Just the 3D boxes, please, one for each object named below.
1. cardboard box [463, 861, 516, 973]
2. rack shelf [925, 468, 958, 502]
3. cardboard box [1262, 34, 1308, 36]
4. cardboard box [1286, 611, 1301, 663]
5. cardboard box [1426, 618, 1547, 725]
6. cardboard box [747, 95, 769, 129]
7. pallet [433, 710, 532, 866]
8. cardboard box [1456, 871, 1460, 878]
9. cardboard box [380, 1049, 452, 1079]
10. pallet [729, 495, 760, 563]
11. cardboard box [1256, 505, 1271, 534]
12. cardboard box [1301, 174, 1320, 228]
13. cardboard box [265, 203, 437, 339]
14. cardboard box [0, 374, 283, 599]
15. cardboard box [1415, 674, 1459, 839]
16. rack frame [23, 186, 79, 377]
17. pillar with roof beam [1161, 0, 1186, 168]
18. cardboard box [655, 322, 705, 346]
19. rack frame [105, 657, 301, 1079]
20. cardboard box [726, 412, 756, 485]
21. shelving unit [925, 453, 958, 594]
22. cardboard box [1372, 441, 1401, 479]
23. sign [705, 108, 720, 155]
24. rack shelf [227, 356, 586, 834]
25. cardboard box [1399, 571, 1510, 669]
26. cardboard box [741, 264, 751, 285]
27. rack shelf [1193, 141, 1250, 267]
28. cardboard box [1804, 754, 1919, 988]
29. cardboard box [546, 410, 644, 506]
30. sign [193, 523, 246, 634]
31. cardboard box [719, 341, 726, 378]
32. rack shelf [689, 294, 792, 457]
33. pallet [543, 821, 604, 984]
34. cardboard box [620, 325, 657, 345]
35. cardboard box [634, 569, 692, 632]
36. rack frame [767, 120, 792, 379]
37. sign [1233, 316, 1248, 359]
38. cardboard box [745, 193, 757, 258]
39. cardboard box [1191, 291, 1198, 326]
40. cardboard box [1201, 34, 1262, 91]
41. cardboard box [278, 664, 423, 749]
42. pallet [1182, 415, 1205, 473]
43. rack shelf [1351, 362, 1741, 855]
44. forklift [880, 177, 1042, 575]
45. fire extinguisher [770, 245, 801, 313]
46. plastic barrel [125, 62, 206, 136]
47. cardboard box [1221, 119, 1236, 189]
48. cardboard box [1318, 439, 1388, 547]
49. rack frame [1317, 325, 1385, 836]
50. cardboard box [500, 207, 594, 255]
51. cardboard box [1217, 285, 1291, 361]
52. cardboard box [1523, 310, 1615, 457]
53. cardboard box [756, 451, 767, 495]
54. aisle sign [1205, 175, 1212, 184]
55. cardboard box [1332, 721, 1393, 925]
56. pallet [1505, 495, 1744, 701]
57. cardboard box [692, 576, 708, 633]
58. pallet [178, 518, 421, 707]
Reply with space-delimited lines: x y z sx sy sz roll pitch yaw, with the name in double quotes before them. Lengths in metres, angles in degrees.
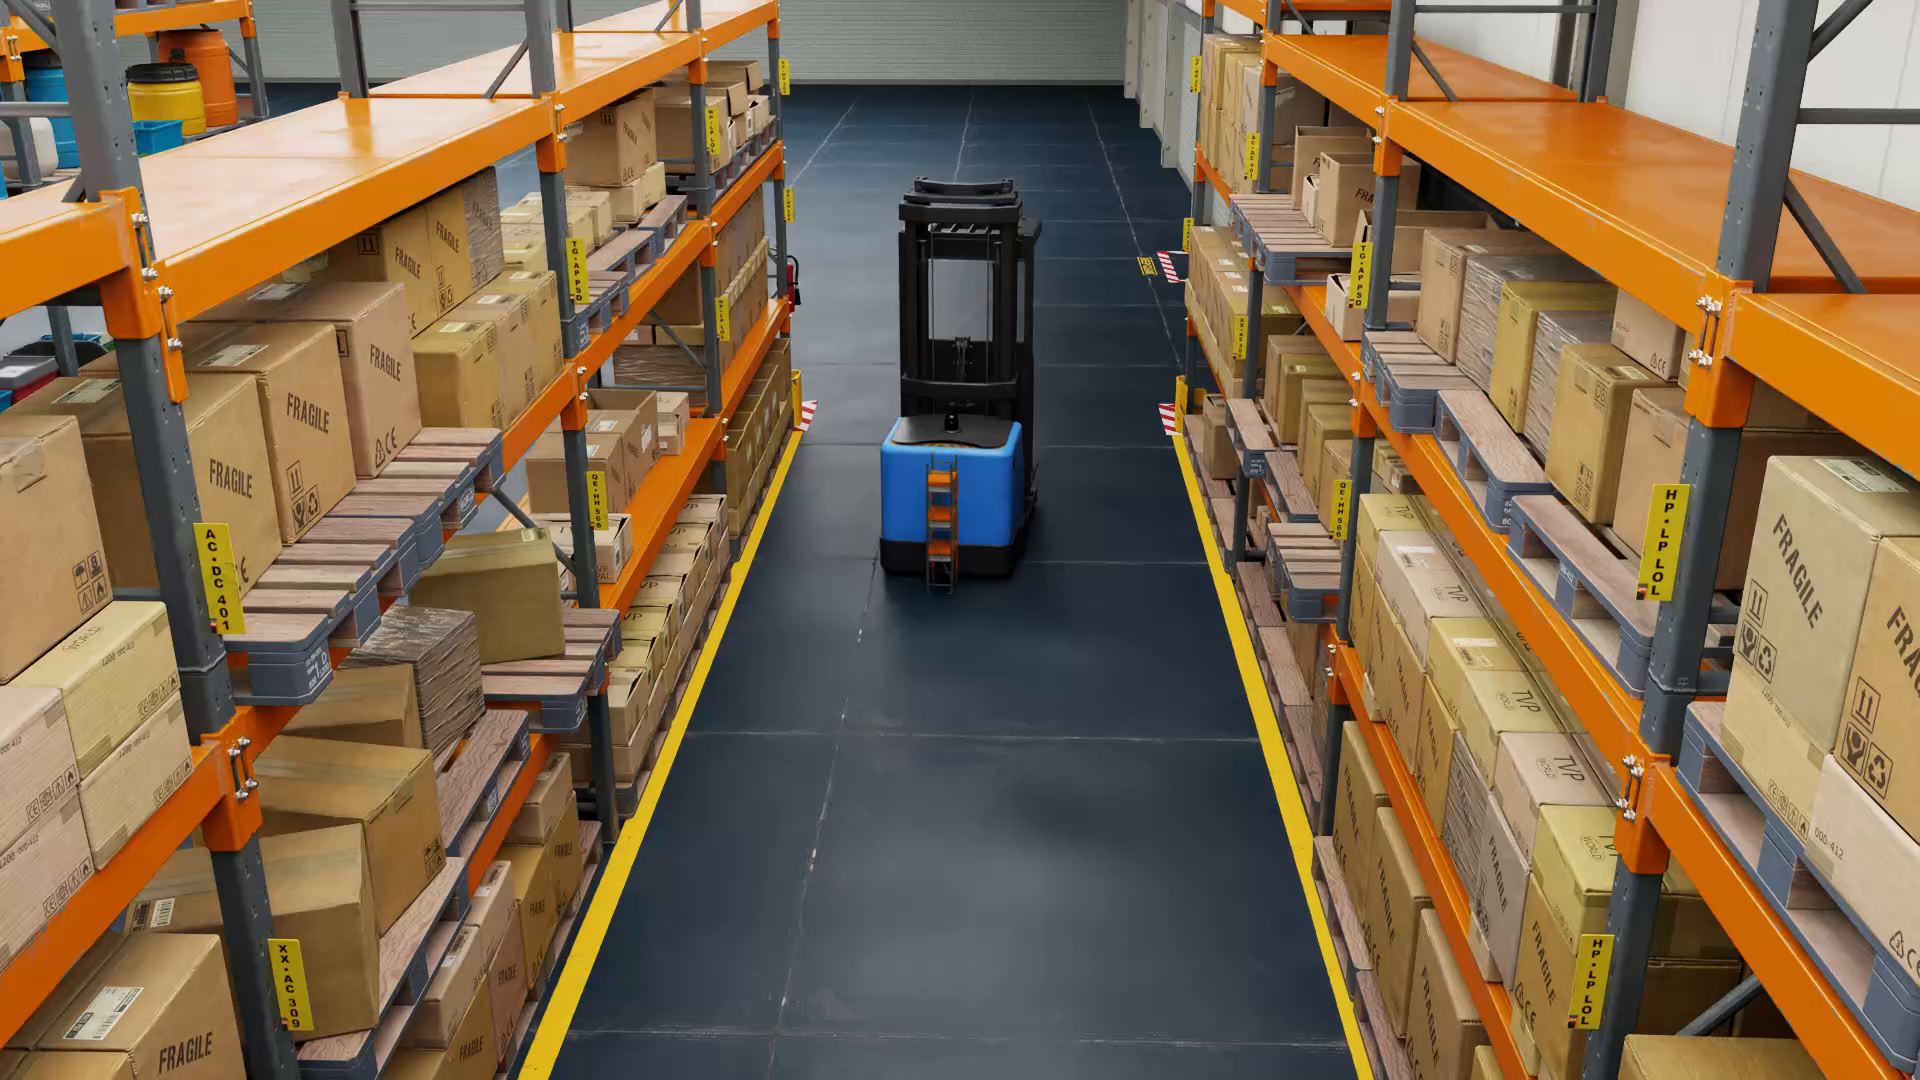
"cardboard box" -2.261 1.639 7.261 0.500 0.250 0.500 0 21 1
"rack shelf" -0.137 -0.376 12.581 0.215 0.259 0.240 3 22 8
"cardboard box" 3.000 -4.304 15.072 0.500 0.500 0.500 2 21 4
"cardboard box" 2.603 0.502 11.228 0.700 0.500 0.500 1 21 2
"cardboard box" 2.201 0.528 6.702 0.500 0.250 0.500 0 21 1
"cardboard box" -1.971 -3.765 14.666 0.500 0.250 0.500 1 21 2
"pallet" -2.498 1.090 7.131 1.003 0.211 1.213 1 21 2
"cardboard box" 2.197 1.321 6.592 0.380 0.149 0.250 0 21 0
"cardboard box" -2.301 2.339 6.495 0.500 0.500 0.500 1 21 2
"pallet" -2.255 -0.136 13.880 1.003 0.211 1.213 1 21 2
"cardboard box" 2.616 -0.173 13.431 0.380 0.166 0.250 -2 21 -5
"cardboard box" 2.515 -2.229 10.816 0.500 0.311 0.500 1 21 3
"cardboard box" -2.494 -1.087 6.810 0.500 0.500 0.500 1 21 2
"cardboard box" -2.476 -0.125 4.994 0.600 0.600 0.600 -1 21 -3
"cardboard box" 2.188 0.886 6.815 0.500 0.500 0.500 1 21 3
"rack frame" -7.272 -1.205 12.780 1.000 3.000 0.127 1 21 2
"pillar with roof beam" -0.160 -11.632 31.360 9.100 9.000 0.400 1 21 2
"cardboard box" -2.120 -1.593 12.746 0.380 0.149 0.250 1 21 2
"rack frame" -2.565 1.744 5.181 1.000 3.000 0.127 1 21 2
"cardboard box" -1.987 -0.757 13.811 0.500 0.500 0.500 1 21 2
"shelving unit" -0.136 -0.122 12.683 0.215 1.050 0.252 3 22 8
"cardboard box" 2.484 -0.445 9.179 0.380 0.149 0.250 -3 21 -7
"sign" -1.779 -2.932 11.937 0.100 0.325 0.005 1 21 2
"rack shelf" -2.504 -0.042 6.632 1.077 0.370 4.000 1 21 2
"cardboard box" 2.210 0.343 7.178 0.500 0.250 0.500 1 21 2
"cardboard box" -2.059 -2.336 14.660 0.380 0.149 0.250 1 21 3
"rack shelf" 2.691 -2.882 13.950 1.077 0.370 4.000 1 21 2
"cardboard box" 2.072 0.657 3.324 0.500 0.250 0.500 0 21 0
"cardboard box" -2.392 -0.546 10.945 0.500 0.500 0.500 1 21 2
"sign" -2.022 0.108 4.537 0.100 0.325 0.005 1 21 2
"cardboard box" -2.305 -1.547 13.523 0.700 0.500 0.500 0 21 1
"rack shelf" -2.261 -1.536 14.630 1.077 0.370 4.000 1 21 2
"pallet" -2.504 1.867 8.718 1.003 0.211 1.213 1 21 2
"cardboard box" -2.527 -1.598 12.760 0.380 0.149 0.250 1 21 2
"cardboard box" -2.093 0.376 11.152 0.500 0.311 0.500 0 21 1
"rack frame" -2.200 -2.595 16.363 1.000 3.000 0.127 1 21 2
"sign" 2.087 -1.502 12.351 0.100 0.325 0.005 1 21 2
"cardboard box" -2.239 -2.868 15.136 0.700 0.500 0.500 0 21 0
"cardboard box" 2.418 -2.120 15.320 0.500 0.250 0.500 0 21 0
"cardboard box" 2.497 -4.326 15.129 0.500 0.500 0.500 -1 21 -2
"cardboard box" -2.573 0.862 6.735 0.700 0.500 0.500 -5 22 -12
"pallet" 2.689 -0.921 15.904 1.003 0.211 1.213 1 21 2
"rack shelf" 2.448 0.011 6.495 1.077 0.370 4.000 1 21 2
"forklift" 0.085 -1.590 13.869 1.130 2.935 3.031 3 21 7
"fire extinguisher" -1.732 -2.596 16.474 0.296 0.674 0.183 1 21 2
"plastic barrel" -7.058 -3.919 14.789 0.600 0.588 0.600 0 21 0
"cardboard box" 2.405 -3.119 13.401 0.500 0.500 0.500 0 21 0
"cardboard box" 2.503 -0.273 9.634 0.700 0.500 0.500 -1 21 -3
"rack frame" 2.508 0.351 8.772 1.000 3.000 0.127 1 21 2
"cardboard box" -2.459 -1.788 9.763 0.500 0.250 0.500 0 21 1
"cardboard box" 2.345 -1.739 13.301 0.500 0.500 0.500 1 21 1
"cardboard box" 2.555 -0.552 6.206 0.700 0.500 0.500 1 21 2
"cardboard box" -1.964 -0.588 14.413 0.500 0.250 0.500 1 21 2
"aisle sign" 2.454 -3.783 15.832 0.394 0.787 0.004 1 21 2
"cardboard box" 2.355 1.422 8.403 0.750 0.750 0.750 0 21 1
"pallet" 2.365 0.156 5.392 0.805 0.209 1.217 0 21 -1
"cardboard box" -2.077 0.458 11.715 0.500 0.250 0.500 1 21 3
"pallet" -2.475 0.198 5.278 1.213 0.211 1.003 1 21 2
